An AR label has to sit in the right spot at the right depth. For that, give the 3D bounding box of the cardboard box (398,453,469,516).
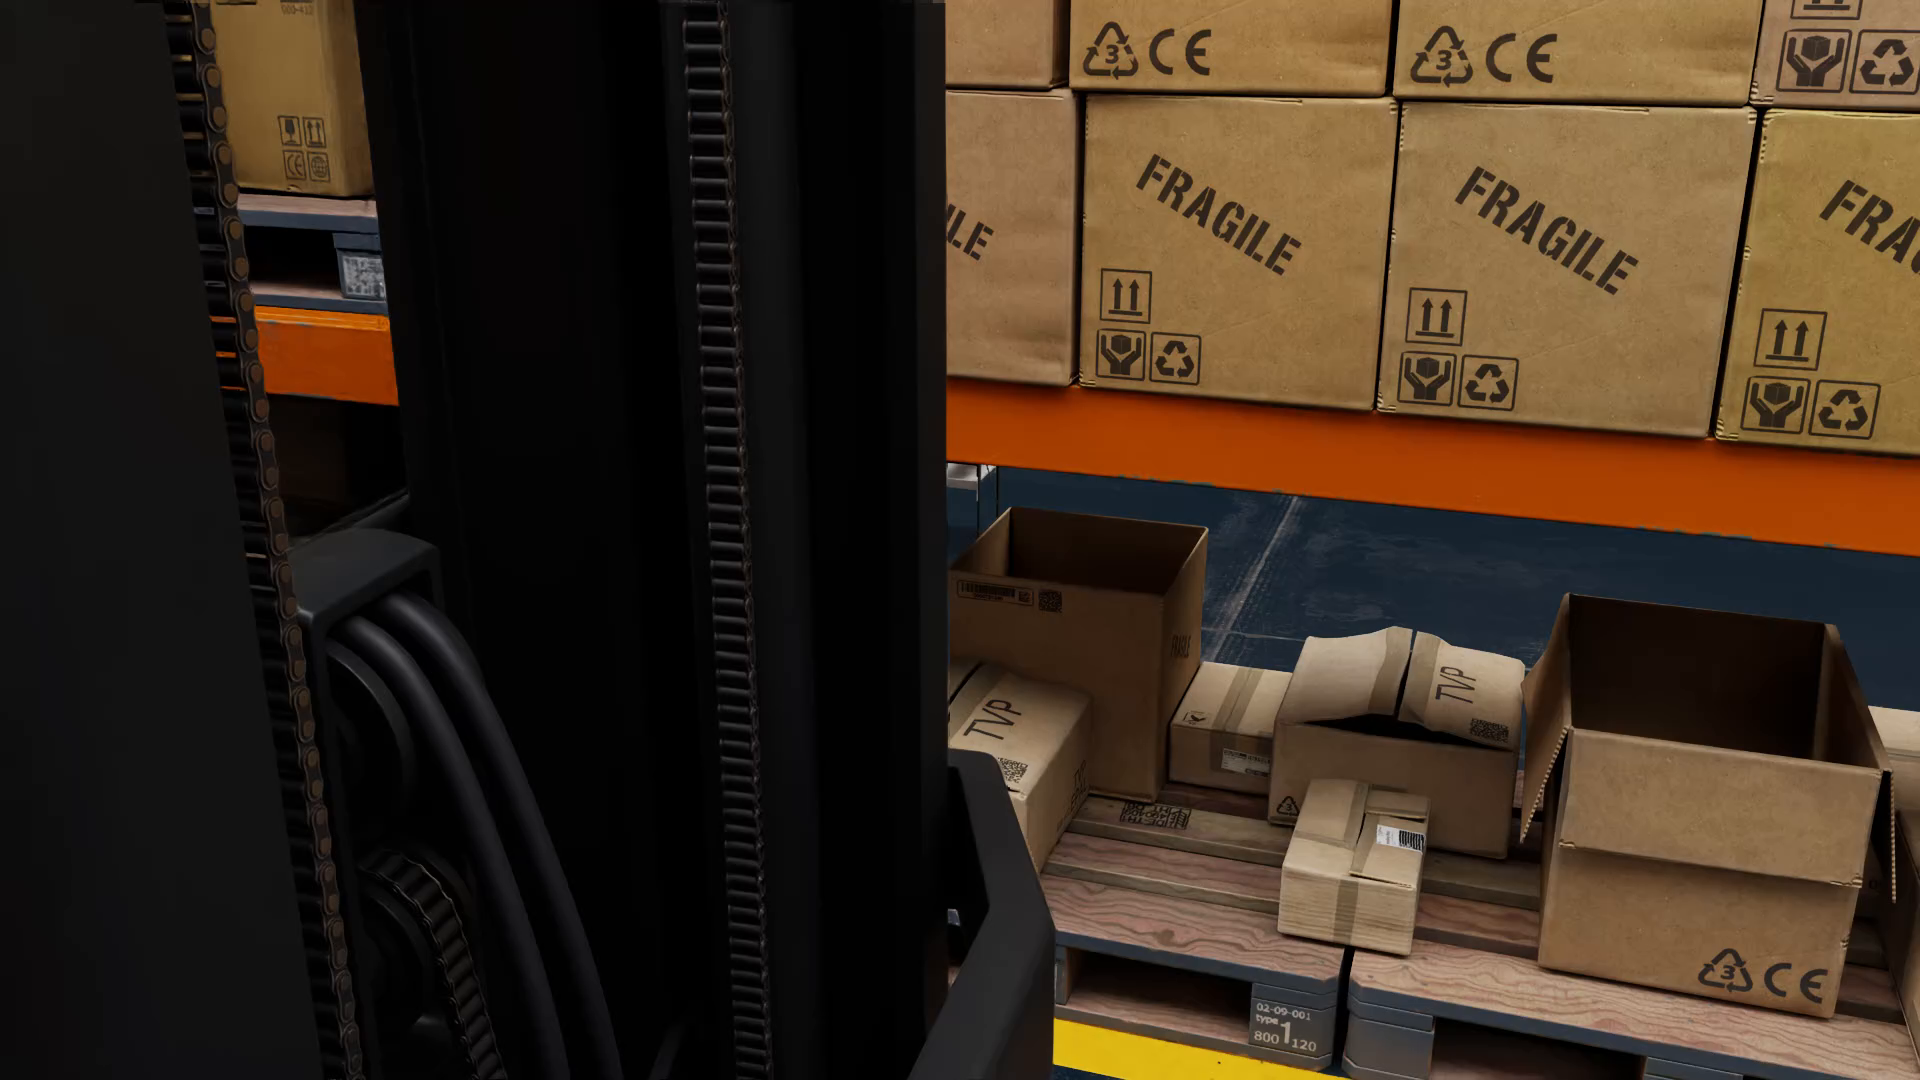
[{"bbox_3d":[-1.236,0.096,4.373,0.500,0.500,0.500,7,20,19],"label":"cardboard box"}]

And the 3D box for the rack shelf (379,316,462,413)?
[{"bbox_3d":[-2.241,-0.571,4.250,4.000,0.370,1.077,7,20,18],"label":"rack shelf"}]

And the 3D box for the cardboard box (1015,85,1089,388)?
[{"bbox_3d":[0.040,-0.602,3.094,0.500,0.500,0.500,7,20,19],"label":"cardboard box"}]

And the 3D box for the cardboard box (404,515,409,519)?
[{"bbox_3d":[-1.376,0.258,3.909,0.500,0.500,0.500,7,20,18],"label":"cardboard box"}]

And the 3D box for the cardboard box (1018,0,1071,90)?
[{"bbox_3d":[0.001,-1.076,2.934,0.500,0.500,0.500,7,20,19],"label":"cardboard box"}]

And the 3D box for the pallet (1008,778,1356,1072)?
[{"bbox_3d":[0.297,0.697,3.757,1.213,0.211,1.003,7,20,18],"label":"pallet"}]

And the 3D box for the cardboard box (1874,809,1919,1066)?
[{"bbox_3d":[1.945,0.734,2.922,0.500,0.250,0.500,7,20,18],"label":"cardboard box"}]

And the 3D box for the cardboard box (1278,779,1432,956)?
[{"bbox_3d":[0.794,0.638,3.324,0.250,0.166,0.380,7,20,18],"label":"cardboard box"}]

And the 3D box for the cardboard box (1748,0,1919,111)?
[{"bbox_3d":[1.462,-0.909,2.455,0.500,0.500,0.500,7,20,20],"label":"cardboard box"}]

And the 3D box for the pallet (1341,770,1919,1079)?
[{"bbox_3d":[1.453,0.828,3.381,1.213,0.211,1.003,7,20,18],"label":"pallet"}]

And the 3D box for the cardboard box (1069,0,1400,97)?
[{"bbox_3d":[0.489,-1.020,2.774,0.500,0.500,0.500,6,20,16],"label":"cardboard box"}]

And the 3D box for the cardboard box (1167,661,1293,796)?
[{"bbox_3d":[0.654,0.439,3.922,0.250,0.149,0.380,7,20,18],"label":"cardboard box"}]

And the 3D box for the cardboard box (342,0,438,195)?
[{"bbox_3d":[-1.396,-1.115,3.929,0.500,0.500,0.700,10,22,27],"label":"cardboard box"}]

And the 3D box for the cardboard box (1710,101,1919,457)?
[{"bbox_3d":[1.478,-0.439,2.625,0.500,0.500,0.500,6,20,17],"label":"cardboard box"}]

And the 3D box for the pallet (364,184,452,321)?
[{"bbox_3d":[-1.071,-0.724,3.888,1.213,0.211,1.003,7,20,18],"label":"pallet"}]

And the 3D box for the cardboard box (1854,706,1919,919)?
[{"bbox_3d":[2.062,0.573,3.384,0.500,0.250,0.500,7,20,18],"label":"cardboard box"}]

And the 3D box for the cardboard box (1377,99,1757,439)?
[{"bbox_3d":[0.997,-0.493,2.782,0.500,0.500,0.500,6,20,18],"label":"cardboard box"}]

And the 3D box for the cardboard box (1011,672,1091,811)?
[{"bbox_3d":[-0.026,0.480,3.559,0.500,0.311,0.500,7,20,18],"label":"cardboard box"}]

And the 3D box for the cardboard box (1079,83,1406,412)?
[{"bbox_3d":[0.525,-0.548,2.939,0.500,0.500,0.500,7,20,19],"label":"cardboard box"}]

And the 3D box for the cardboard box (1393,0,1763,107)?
[{"bbox_3d":[0.974,-0.964,2.615,0.500,0.500,0.500,6,20,16],"label":"cardboard box"}]

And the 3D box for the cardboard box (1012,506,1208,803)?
[{"bbox_3d":[0.280,0.251,3.927,0.500,0.500,0.500,7,20,18],"label":"cardboard box"}]

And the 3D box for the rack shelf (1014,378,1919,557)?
[{"bbox_3d":[1.538,-0.139,3.010,4.000,0.370,1.077,7,20,18],"label":"rack shelf"}]

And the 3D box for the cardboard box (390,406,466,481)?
[{"bbox_3d":[-1.673,-0.312,4.405,0.500,0.250,0.500,7,20,18],"label":"cardboard box"}]

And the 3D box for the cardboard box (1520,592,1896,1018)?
[{"bbox_3d":[1.425,0.478,3.273,0.637,0.503,0.797,7,20,18],"label":"cardboard box"}]

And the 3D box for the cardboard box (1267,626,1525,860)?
[{"bbox_3d":[0.988,0.422,3.726,0.500,0.311,0.500,7,20,18],"label":"cardboard box"}]
